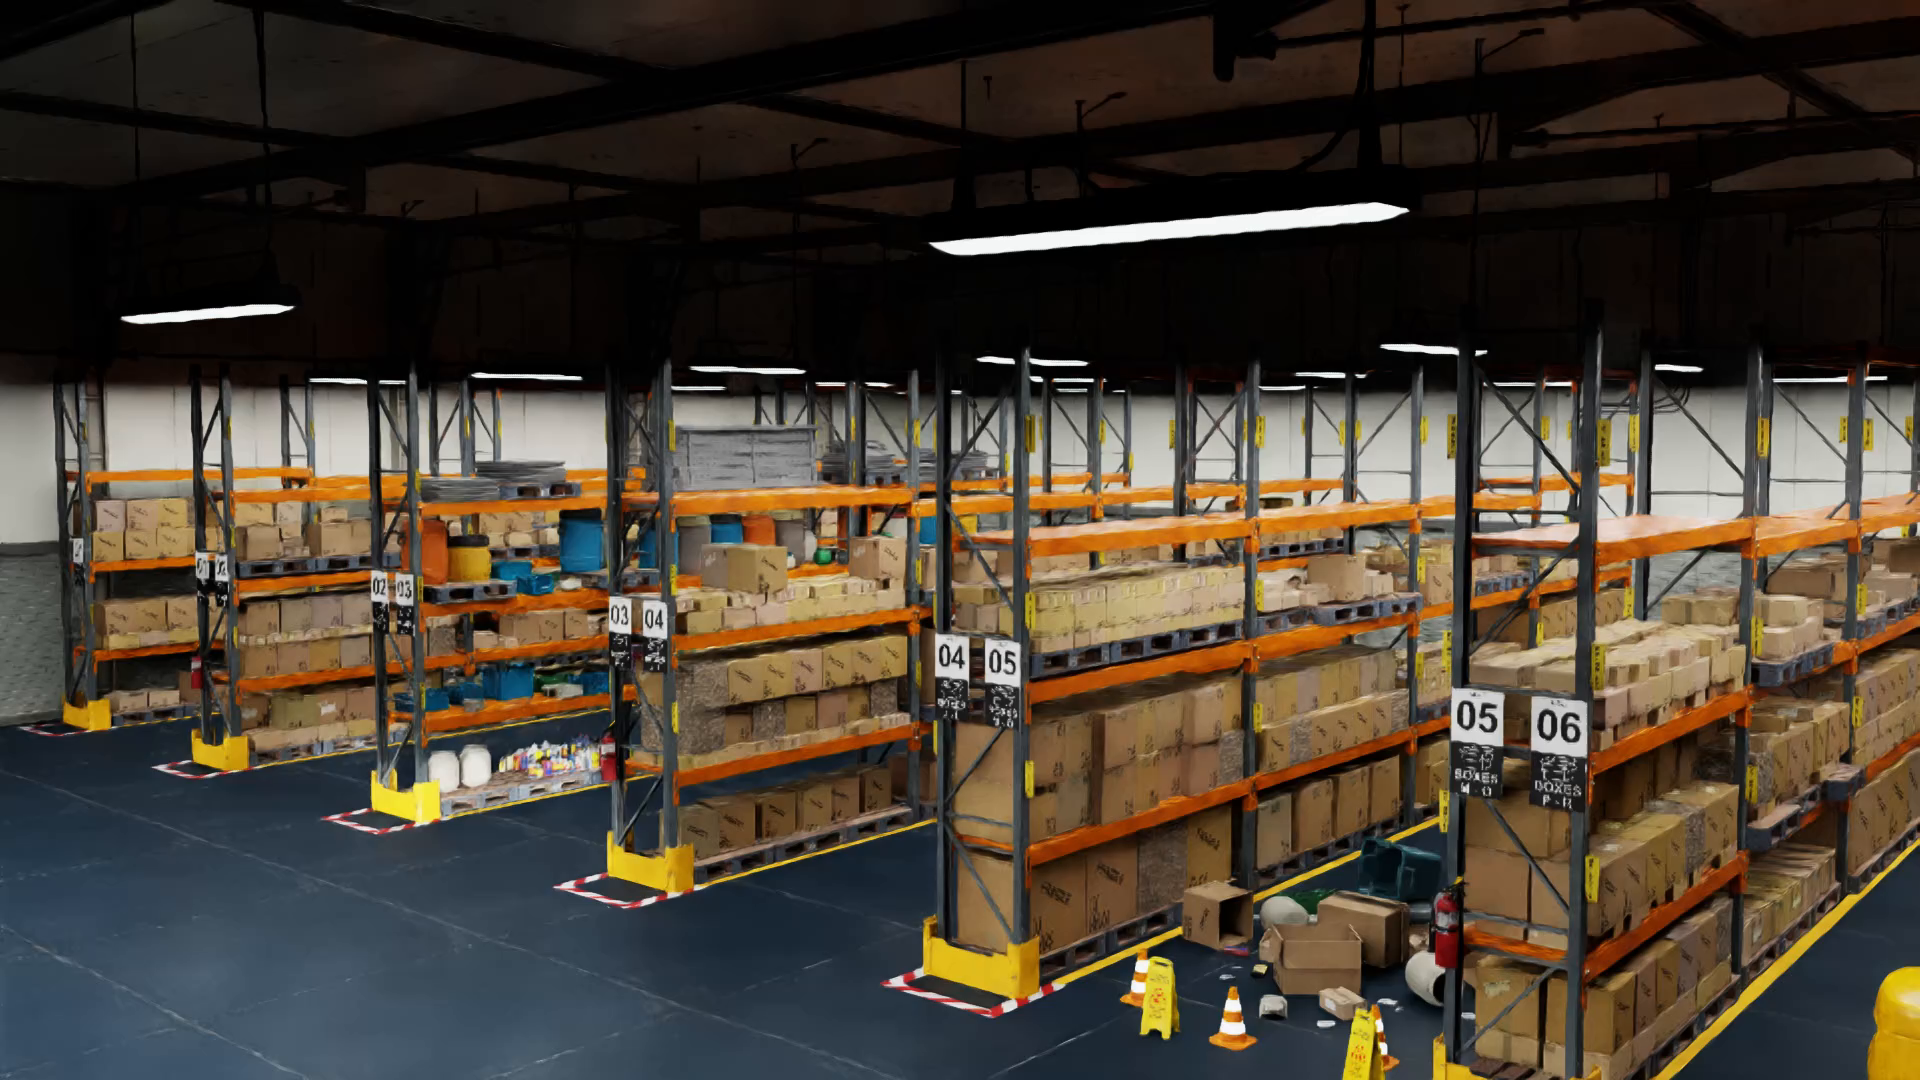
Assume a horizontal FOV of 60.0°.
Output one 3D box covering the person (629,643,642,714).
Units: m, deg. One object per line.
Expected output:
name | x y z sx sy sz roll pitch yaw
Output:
person | -5.724 2.304 28.838 0.412 1.533 0.955 3 5 32
